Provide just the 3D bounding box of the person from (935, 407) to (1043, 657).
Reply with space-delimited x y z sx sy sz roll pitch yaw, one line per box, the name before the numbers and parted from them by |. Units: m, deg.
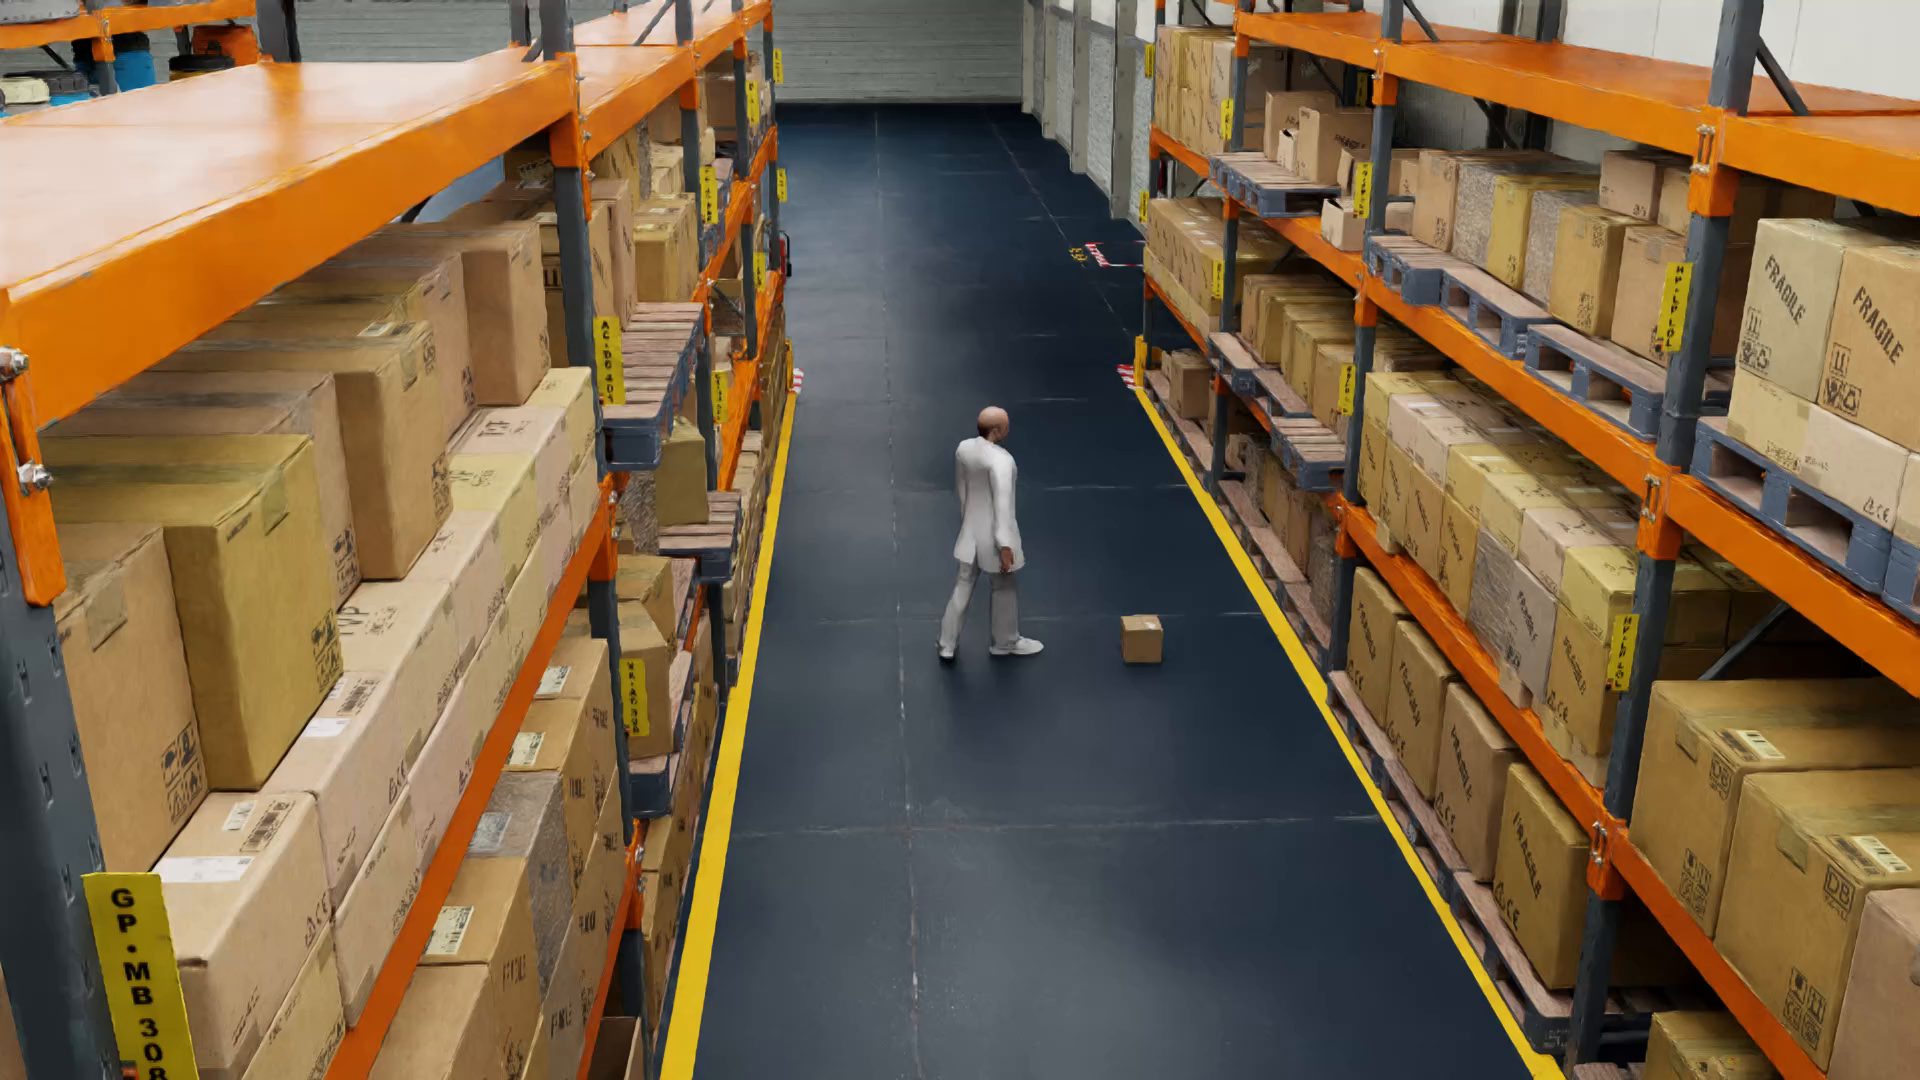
person | 0.184 -0.043 11.209 0.685 1.776 0.701 -16 26 -37
